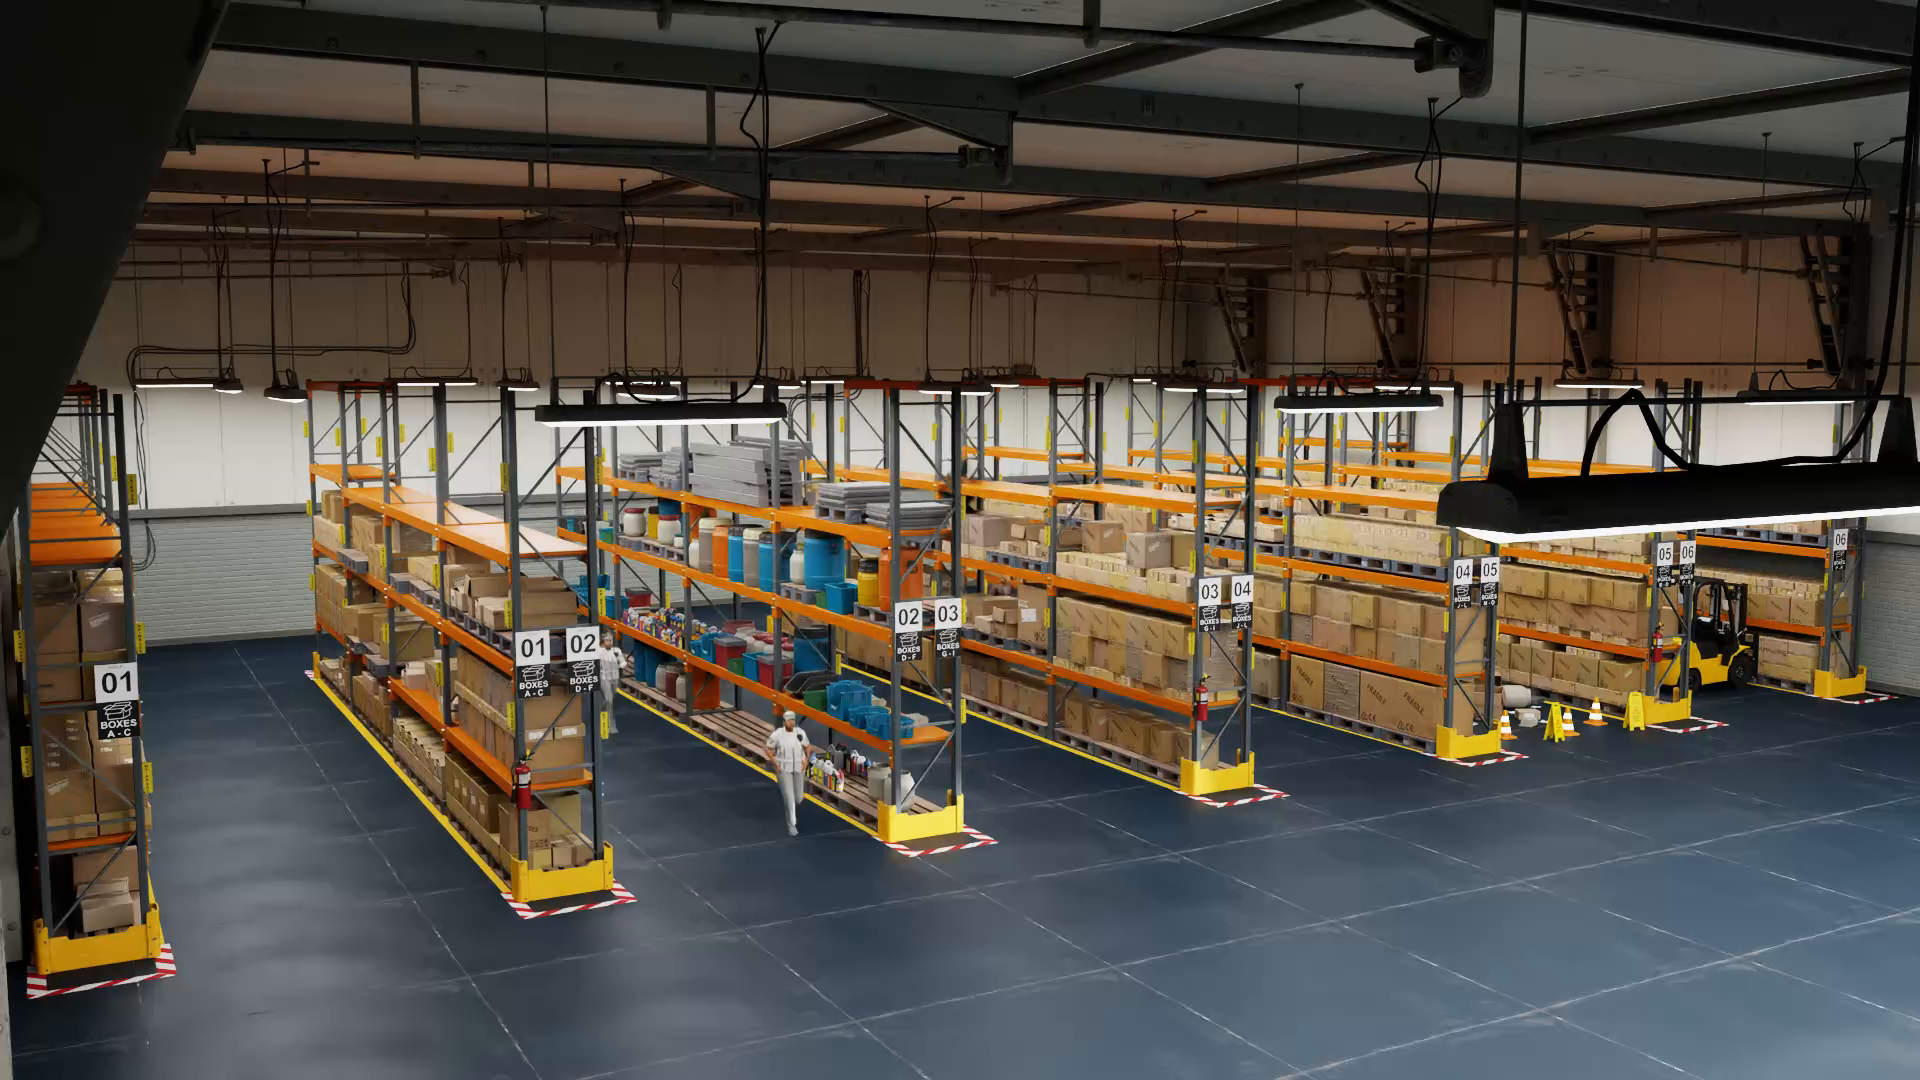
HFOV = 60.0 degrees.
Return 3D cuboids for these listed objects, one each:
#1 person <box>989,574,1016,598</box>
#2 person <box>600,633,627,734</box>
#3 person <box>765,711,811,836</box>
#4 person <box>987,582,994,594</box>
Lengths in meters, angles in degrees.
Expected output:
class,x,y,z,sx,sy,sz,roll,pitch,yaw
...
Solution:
class,x,y,z,sx,sy,sz,roll,pitch,yaw
person,0.922,1.588,36.491,0.713,1.777,0.927,-3,7,-27
person,-6.056,2.438,28.754,0.592,1.724,0.858,-4,7,-33
person,-2.320,3.125,22.597,0.618,1.651,0.701,-3,7,-23
person,0.771,1.028,42.231,0.488,1.649,0.691,3,7,27
